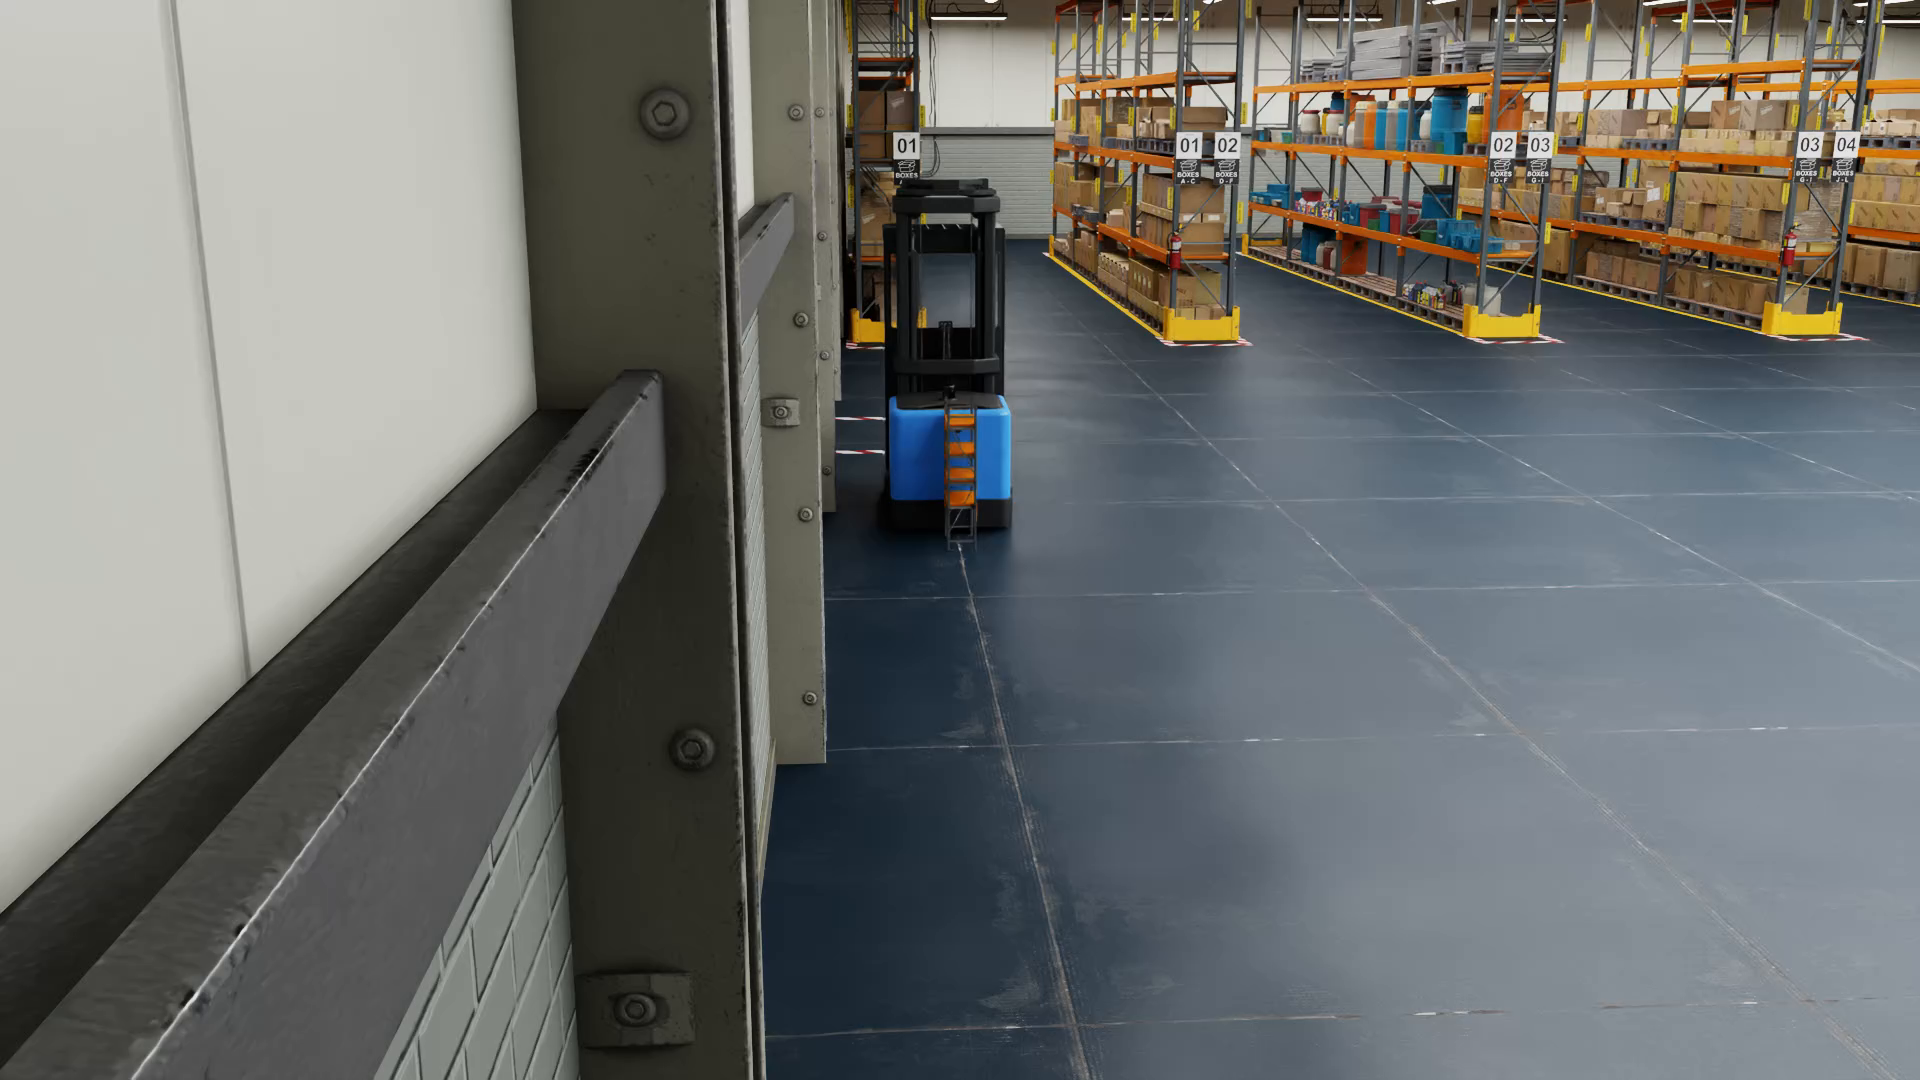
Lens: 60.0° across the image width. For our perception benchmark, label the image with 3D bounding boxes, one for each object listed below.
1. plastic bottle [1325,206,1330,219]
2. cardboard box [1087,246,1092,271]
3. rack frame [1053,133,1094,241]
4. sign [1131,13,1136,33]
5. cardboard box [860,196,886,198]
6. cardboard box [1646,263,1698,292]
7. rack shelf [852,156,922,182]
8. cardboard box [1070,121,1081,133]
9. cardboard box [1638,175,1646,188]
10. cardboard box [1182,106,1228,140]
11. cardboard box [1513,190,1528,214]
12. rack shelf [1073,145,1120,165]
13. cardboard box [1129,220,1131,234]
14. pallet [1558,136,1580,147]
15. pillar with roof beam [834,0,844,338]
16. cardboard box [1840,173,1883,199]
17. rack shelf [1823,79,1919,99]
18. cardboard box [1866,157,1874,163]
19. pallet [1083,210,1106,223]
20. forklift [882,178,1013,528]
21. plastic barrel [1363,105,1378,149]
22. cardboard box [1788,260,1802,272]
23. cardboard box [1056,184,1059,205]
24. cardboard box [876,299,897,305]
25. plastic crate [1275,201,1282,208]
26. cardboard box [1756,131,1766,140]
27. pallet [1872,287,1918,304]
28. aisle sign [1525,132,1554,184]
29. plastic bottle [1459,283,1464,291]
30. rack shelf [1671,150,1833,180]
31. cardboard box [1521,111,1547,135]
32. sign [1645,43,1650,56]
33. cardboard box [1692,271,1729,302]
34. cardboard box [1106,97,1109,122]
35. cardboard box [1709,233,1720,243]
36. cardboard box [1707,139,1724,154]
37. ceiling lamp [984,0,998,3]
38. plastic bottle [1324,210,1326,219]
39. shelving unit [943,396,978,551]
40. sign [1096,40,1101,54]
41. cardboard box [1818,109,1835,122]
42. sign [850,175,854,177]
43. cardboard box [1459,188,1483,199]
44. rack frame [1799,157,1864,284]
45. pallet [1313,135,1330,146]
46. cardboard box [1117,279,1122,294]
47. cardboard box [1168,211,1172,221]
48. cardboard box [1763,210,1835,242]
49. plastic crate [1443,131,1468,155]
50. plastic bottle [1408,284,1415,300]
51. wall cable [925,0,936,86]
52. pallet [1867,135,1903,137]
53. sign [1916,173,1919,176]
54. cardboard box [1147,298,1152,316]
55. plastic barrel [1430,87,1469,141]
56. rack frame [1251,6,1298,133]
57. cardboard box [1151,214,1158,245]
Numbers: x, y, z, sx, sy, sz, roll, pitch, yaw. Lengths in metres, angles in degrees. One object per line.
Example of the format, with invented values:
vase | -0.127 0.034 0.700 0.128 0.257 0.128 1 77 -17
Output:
plastic bottle | 7.794 -6.936 35.222 0.097 0.271 0.097 0 14 0
cardboard box | 3.005 -6.006 35.482 0.500 0.500 0.500 -1 14 -5
rack frame | 2.833 -8.635 41.568 1.000 3.000 0.127 -1 14 -3
sign | 3.036 -9.036 29.051 0.100 0.325 0.005 -1 14 -3
cardboard box | -1.547 -5.753 29.124 0.500 0.500 0.500 -1 14 -5
cardboard box | 13.447 -4.958 31.411 0.700 0.500 0.500 -2 15 -8
rack shelf | -1.244 -6.180 27.451 1.077 0.370 4.000 -1 14 -3
cardboard box | 2.780 -9.379 37.738 0.500 0.250 0.500 -1 14 -3
cardboard box | 17.429 -8.915 41.859 0.500 0.500 0.500 0 14 -1
cardboard box | 3.793 -6.573 26.202 0.797 0.503 0.637 0 14 0
cardboard box | 12.779 -7.598 37.334 0.500 0.500 0.500 -1 14 -3
rack shelf | 3.205 -8.247 35.484 1.077 0.370 4.000 -1 14 -3
cardboard box | 3.339 -5.802 30.825 0.396 0.266 0.258 -1 14 -5
pallet | 13.123 -8.318 34.695 1.213 0.211 1.003 0 14 -1
pillar with roof beam | 2.270 -7.711 25.937 9.100 9.000 0.400 -1 14 -3
cardboard box | 18.223 -7.144 33.566 0.700 0.500 0.500 -1 14 -4
rack shelf | 18.297 -8.715 32.085 1.077 0.370 4.000 -1 14 -3
cardboard box | 22.411 -9.308 40.674 0.380 0.149 0.250 -1 14 -5
pallet | 3.216 -6.720 34.510 1.213 0.211 1.003 -1 14 -3
forklift | -0.154 -1.832 15.266 1.130 2.935 3.031 -1 14 -3
plastic barrel | 8.147 -8.012 32.263 0.600 0.830 0.708 -1 14 -3
cardboard box | 17.871 -6.001 35.506 0.500 0.500 0.500 -1 14 -4
cardboard box | 2.634 -8.441 40.613 0.500 0.500 0.500 -1 14 -4
cardboard box | -1.108 -3.805 27.307 0.500 0.311 0.500 0 14 1
plastic crate | 7.687 -7.886 39.088 0.437 0.125 0.590 -1 14 -3
cardboard box | 13.318 -6.640 27.296 0.380 0.149 0.250 -1 14 -3
pallet | 18.298 -4.695 31.848 1.003 0.211 1.213 -1 14 -3
aisle sign | 9.065 -5.977 26.020 0.394 0.787 0.004 -1 14 -3
plastic bottle | 8.880 -4.373 29.435 0.144 0.351 0.185 -1 14 -4
rack shelf | 13.588 -6.410 28.342 1.077 0.370 4.000 -1 14 -3
cardboard box | 13.014 -9.353 37.294 0.700 0.500 0.500 -1 14 -2
sign | 17.136 -12.226 41.453 0.100 0.325 0.005 -1 14 -3
cardboard box | 13.492 -4.553 29.877 0.500 0.500 0.500 4 15 14
cardboard box | 3.276 -8.866 34.240 0.500 0.500 0.500 -1 14 -3
cardboard box | 13.283 -5.250 28.916 0.380 0.149 0.250 -1 14 -3
cardboard box | 13.294 -6.812 28.762 0.500 0.250 0.500 -1 15 -6
ceiling lamp | 0.989 -13.131 35.288 0.800 3.185 2.000 -1 14 -3
plastic bottle | 7.788 -6.926 35.325 0.097 0.201 0.097 0 14 0
shelving unit | 0.003 -0.552 13.764 0.258 1.200 0.503 -1 14 -3
sign | 3.388 -12.073 40.698 0.100 0.325 0.005 -1 14 -3
cardboard box | 17.888 -8.817 34.520 0.396 0.266 0.258 -1 14 -3
sign | -2.417 -8.012 37.248 0.100 0.325 0.005 -1 14 -3
cardboard box | 12.547 -8.481 40.672 0.500 0.250 0.500 -1 14 -5
rack frame | 18.173 -6.849 34.626 1.000 3.000 0.127 -1 14 -3
pallet | 8.244 -8.602 35.797 1.003 0.211 1.213 -1 14 -3
cardboard box | 3.232 -4.747 31.132 0.500 0.250 0.500 -1 14 -4
cardboard box | 3.577 -5.239 26.867 0.380 0.149 0.250 -1 14 -4
cardboard box | 13.705 -5.138 27.177 0.875 0.500 0.500 -1 14 -3
plastic crate | 8.350 -6.646 27.850 0.392 0.384 0.575 -1 14 -3
plastic bottle | 8.150 -4.454 29.902 0.152 0.276 0.135 0 14 -1
wall cable | 0.595 -13.859 45.928 3.097 2.526 0.112 -1 14 -3
pallet | 22.746 -9.861 40.492 1.003 0.211 1.213 -1 14 -3
sign | 22.305 -8.394 38.735 0.100 0.325 0.005 -1 14 -3
cardboard box | 3.420 -3.905 27.859 0.500 0.250 0.500 -1 14 -3
plastic barrel | 8.475 -7.376 28.805 0.600 0.901 0.708 -1 14 -3
rack frame | 7.777 -11.616 41.114 1.000 3.000 0.127 -1 14 -3
cardboard box | 3.676 -5.333 28.533 0.700 0.500 0.500 -1 14 -3
